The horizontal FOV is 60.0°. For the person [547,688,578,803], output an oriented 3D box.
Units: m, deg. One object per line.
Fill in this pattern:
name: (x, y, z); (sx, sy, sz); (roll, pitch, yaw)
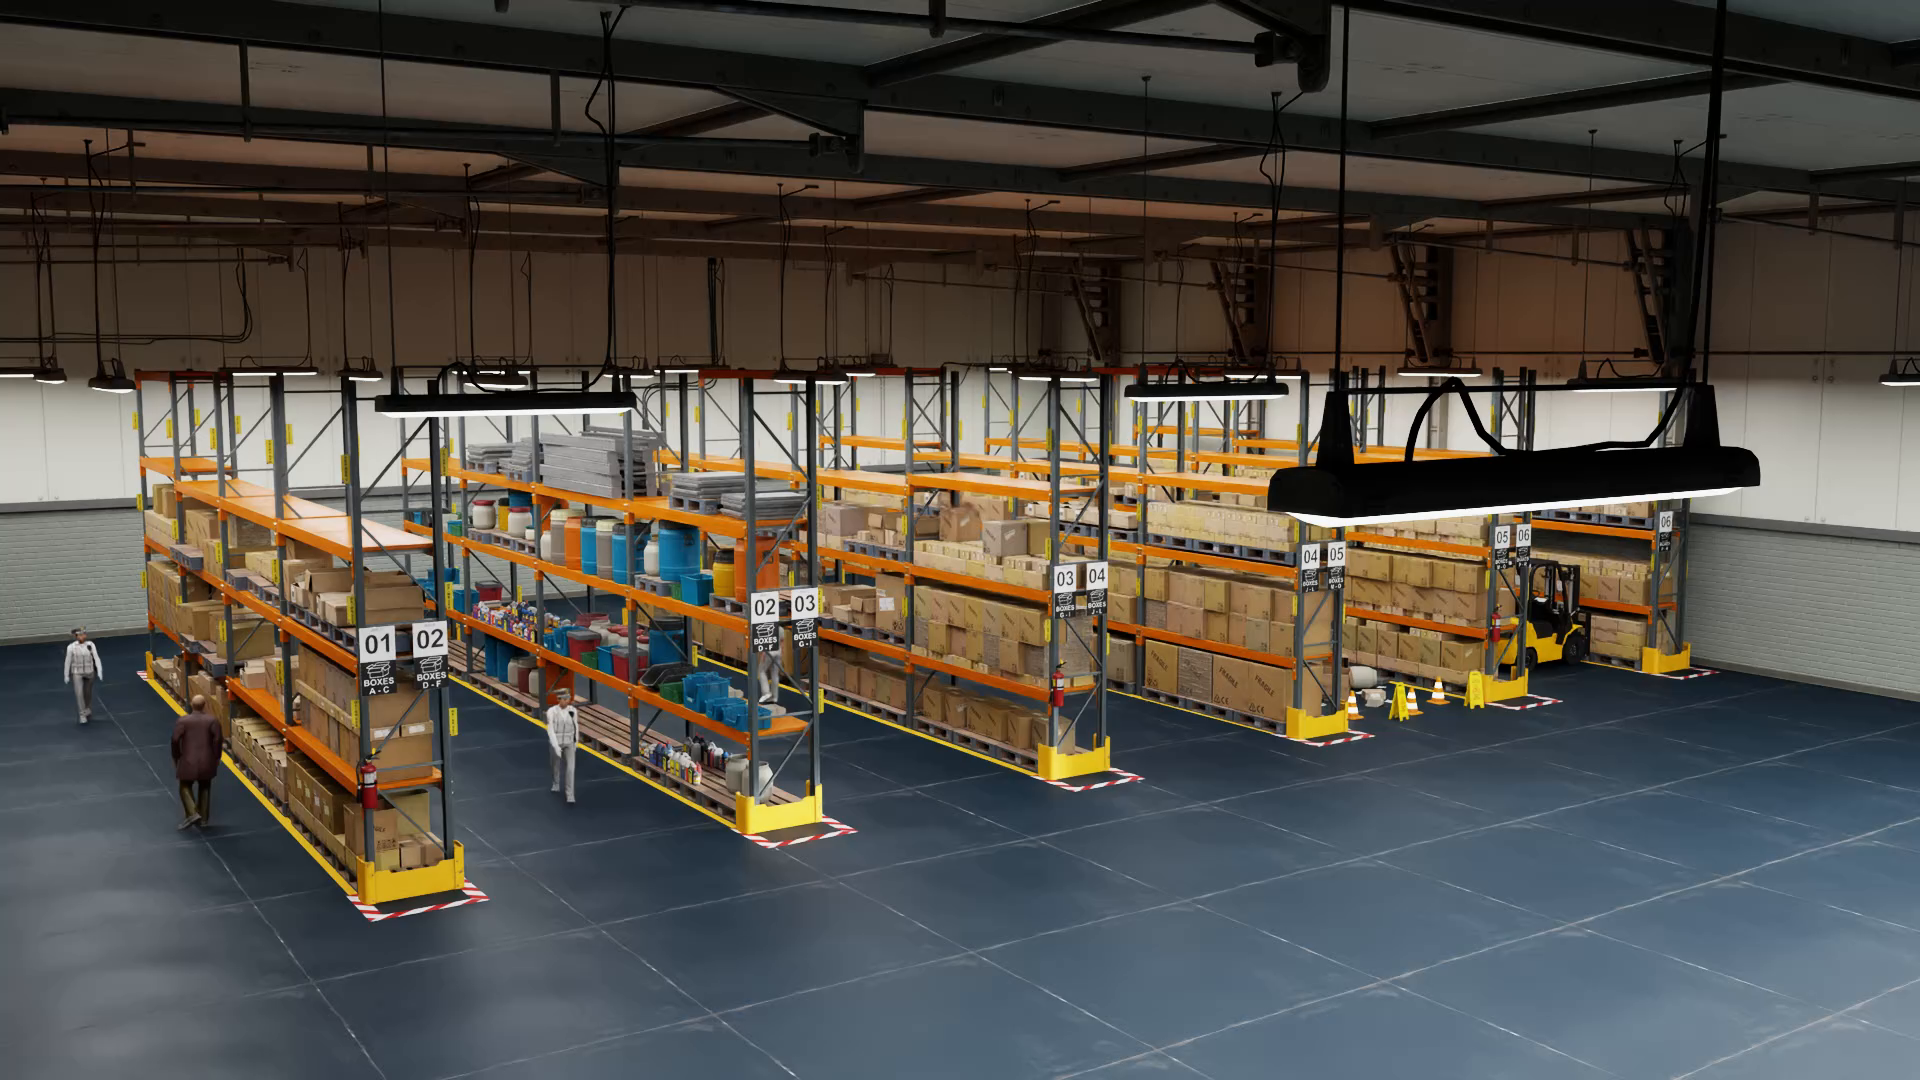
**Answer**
person: (-5.603, 2.880, 23.525); (0.464, 1.578, 1.084); (-2, 7, -21)

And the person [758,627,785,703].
person: (-3.419, 2.112, 30.117); (0.506, 1.706, 0.403); (-4, 8, -33)

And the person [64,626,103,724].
person: (-15.067, 2.280, 28.578); (0.575, 1.619, 1.023); (-4, 8, -33)

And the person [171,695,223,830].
person: (-10.132, 3.016, 22.146); (0.631, 1.656, 0.703); (-4, 8, -31)
